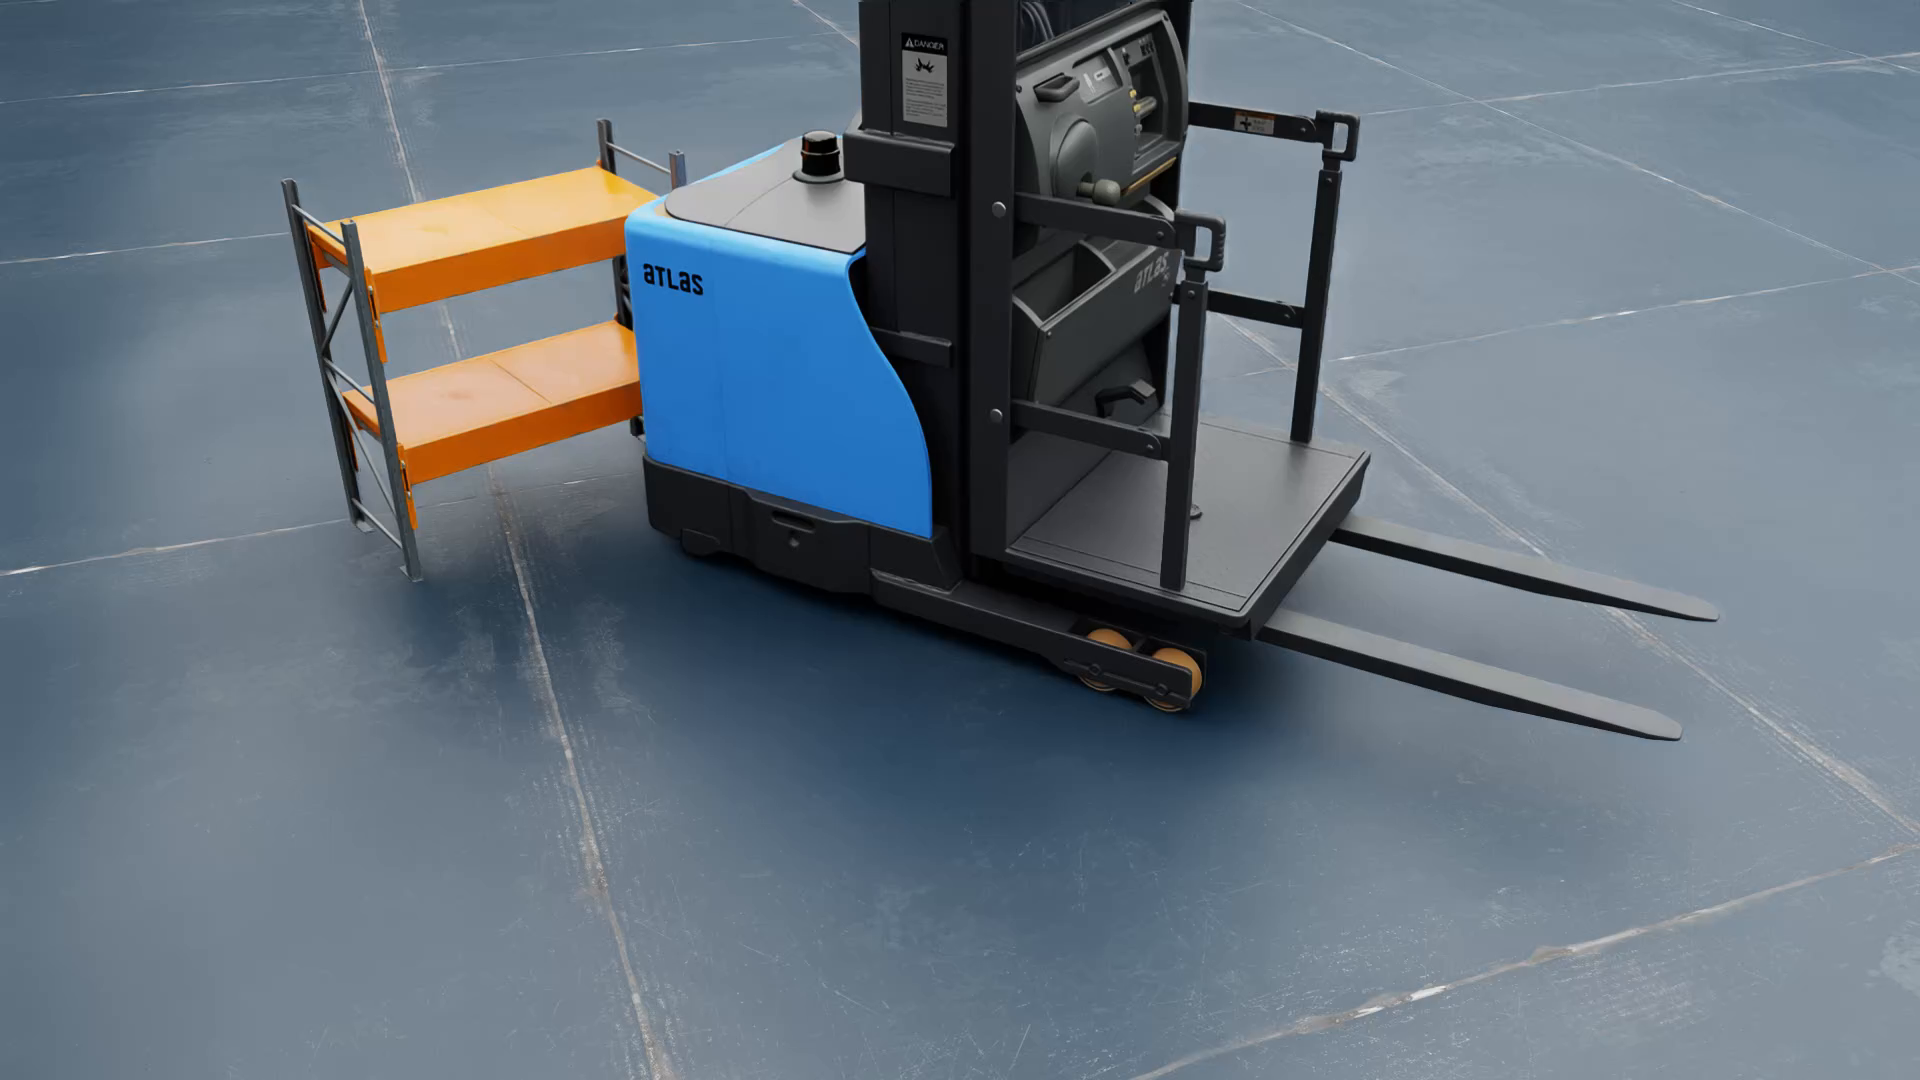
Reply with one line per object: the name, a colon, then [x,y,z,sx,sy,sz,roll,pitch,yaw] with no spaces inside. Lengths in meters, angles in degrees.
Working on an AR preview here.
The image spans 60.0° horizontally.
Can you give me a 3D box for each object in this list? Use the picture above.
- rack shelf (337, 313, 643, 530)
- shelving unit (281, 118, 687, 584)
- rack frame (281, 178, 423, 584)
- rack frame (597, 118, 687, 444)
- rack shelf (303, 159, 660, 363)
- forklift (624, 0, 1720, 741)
rack shelf: [-1.398,-0.404,5.316,1.000,0.278,0.538,-22,36,-33]
shelving unit: [-1.398,-0.616,5.195,1.048,1.125,0.538,-22,36,-33]
rack frame: [-1.794,-0.458,4.918,0.032,1.125,0.500,-22,36,-33]
rack frame: [-1.003,-0.774,5.473,0.032,1.125,0.500,-22,36,-33]
rack shelf: [-1.398,-0.871,5.051,1.000,0.278,0.538,-22,36,-33]
forklift: [0.562,-1.116,4.248,3.031,2.935,1.130,16,33,25]
